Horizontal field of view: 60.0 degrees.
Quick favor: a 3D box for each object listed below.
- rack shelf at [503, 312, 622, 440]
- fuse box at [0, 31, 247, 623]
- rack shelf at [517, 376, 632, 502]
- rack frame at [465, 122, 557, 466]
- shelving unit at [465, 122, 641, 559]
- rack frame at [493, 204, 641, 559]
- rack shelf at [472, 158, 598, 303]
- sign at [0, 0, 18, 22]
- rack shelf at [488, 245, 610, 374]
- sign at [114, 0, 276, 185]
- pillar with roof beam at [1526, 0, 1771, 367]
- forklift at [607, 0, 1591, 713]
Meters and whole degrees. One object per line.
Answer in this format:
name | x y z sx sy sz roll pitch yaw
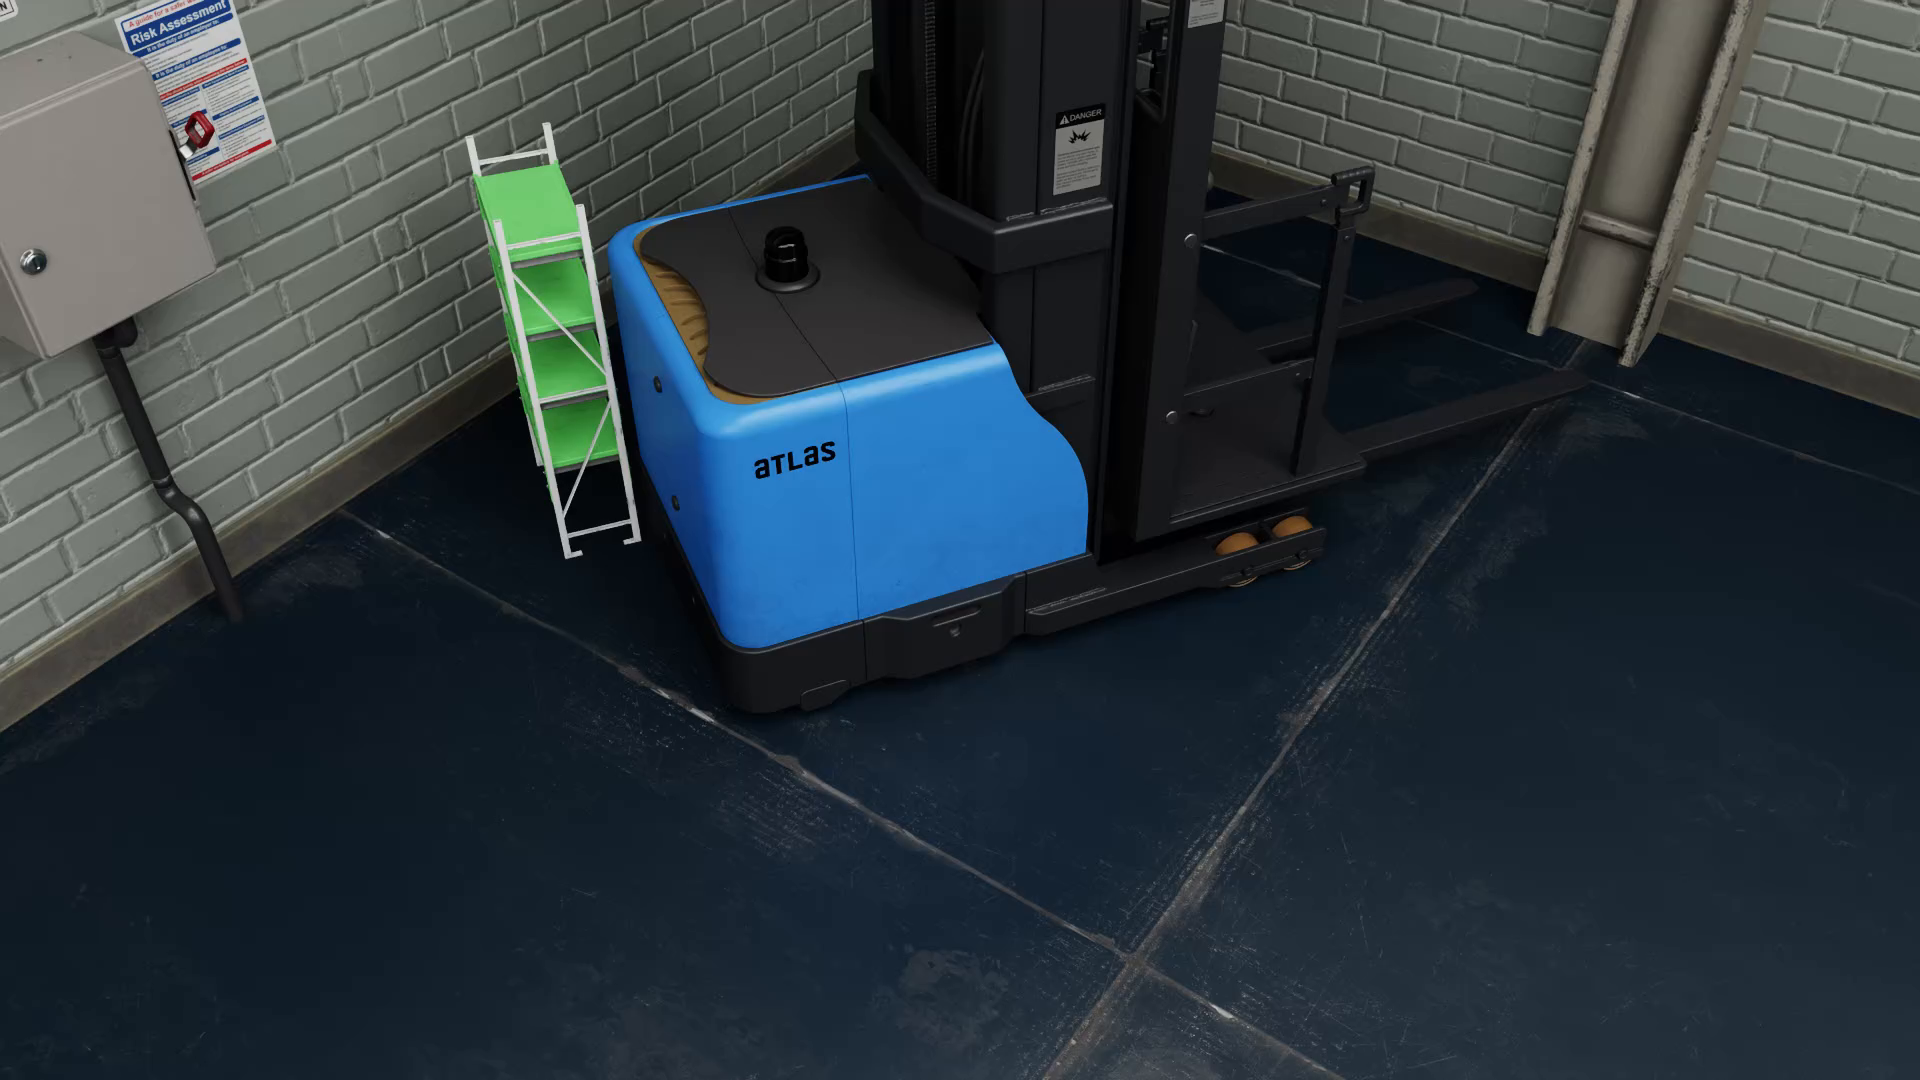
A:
rack shelf | -1.207 -0.525 5.033 0.258 0.148 0.480 -14 44 -15
fuse box | -2.134 -0.413 4.428 0.414 1.711 0.539 25 48 25
rack shelf | -1.207 -0.347 5.193 0.258 0.148 0.480 -14 44 -15
rack frame | -1.294 -0.725 5.161 0.240 1.200 0.015 -14 44 -15
shelving unit | -1.207 -0.573 4.991 0.258 1.200 0.503 -14 44 -15
rack frame | -1.120 -0.421 4.821 0.240 1.200 0.015 -14 44 -15
rack shelf | -1.207 -0.883 4.713 0.258 0.148 0.480 -14 44 -15
sign | -2.336 -1.250 3.778 0.001 0.242 0.339 25 48 25
rack shelf | -1.207 -0.704 4.873 0.258 0.148 0.480 -14 44 -15
sign | -2.020 -1.207 4.420 0.001 0.494 0.329 25 48 25
pillar with roof beam | -0.145 -1.777 0.488 0.400 9.000 9.100 25 48 25
forklift | 0.572 -1.257 4.457 3.031 2.935 1.130 -16 44 -17
